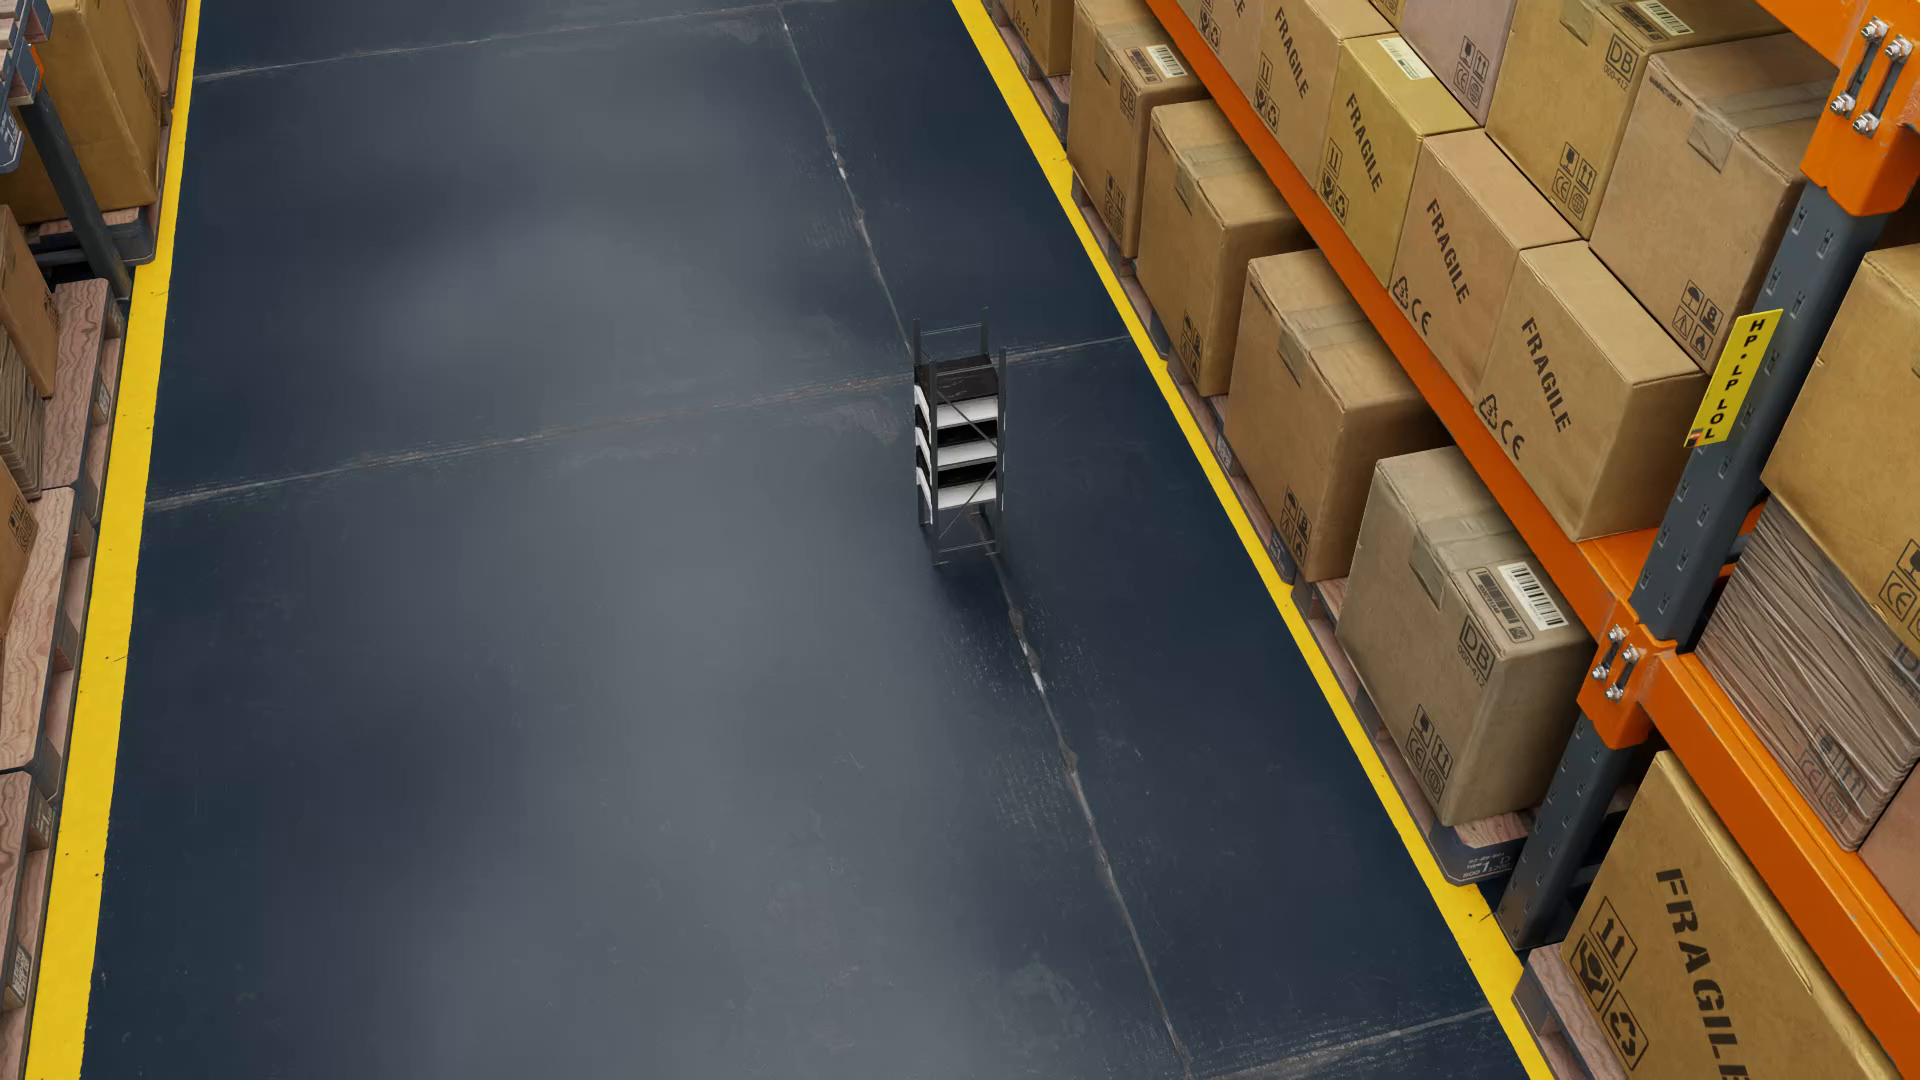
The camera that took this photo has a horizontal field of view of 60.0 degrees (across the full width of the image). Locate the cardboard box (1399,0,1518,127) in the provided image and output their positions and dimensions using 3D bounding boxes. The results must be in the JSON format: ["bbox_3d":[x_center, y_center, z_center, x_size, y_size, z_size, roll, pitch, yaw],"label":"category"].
[{"bbox_3d":[1.612,-1.465,4.315,0.700,0.500,0.500,-10,46,-10],"label":"cardboard box"}]

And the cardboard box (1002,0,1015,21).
[{"bbox_3d":[0.433,-2.834,7.883,0.500,0.500,0.500,-9,46,-9],"label":"cardboard box"}]

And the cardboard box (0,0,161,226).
[{"bbox_3d":[-3.994,-1.843,6.649,1.225,0.875,0.875,-13,47,-12],"label":"cardboard box"}]

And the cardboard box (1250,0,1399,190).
[{"bbox_3d":[1.225,-1.429,4.980,0.500,0.500,0.500,-11,47,-11],"label":"cardboard box"}]

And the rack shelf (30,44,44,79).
[{"bbox_3d":[-4.349,-3.088,7.180,1.077,0.370,4.000,-11,47,-10],"label":"rack shelf"}]

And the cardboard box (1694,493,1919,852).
[{"bbox_3d":[2.114,0.165,3.383,0.875,0.550,0.550,-11,47,-10],"label":"cardboard box"}]

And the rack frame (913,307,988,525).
[{"bbox_3d":[-0.028,-0.391,5.503,0.240,0.900,0.006,-11,47,-10],"label":"rack frame"}]

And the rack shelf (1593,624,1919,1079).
[{"bbox_3d":[2.520,1.598,2.587,1.077,0.370,4.000,-11,47,-10],"label":"rack shelf"}]

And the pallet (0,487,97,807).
[{"bbox_3d":[-3.330,0.397,5.213,1.003,0.211,1.213,-11,47,-10],"label":"pallet"}]

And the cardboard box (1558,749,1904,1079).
[{"bbox_3d":[2.101,1.009,3.855,0.875,0.875,0.875,-10,46,-10],"label":"cardboard box"}]

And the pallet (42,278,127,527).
[{"bbox_3d":[-3.638,-0.443,6.037,1.003,0.211,1.213,-11,47,-10],"label":"pallet"}]

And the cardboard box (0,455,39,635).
[{"bbox_3d":[-3.340,-0.009,5.100,0.700,0.500,0.500,-7,46,-7],"label":"cardboard box"}]

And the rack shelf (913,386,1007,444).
[{"bbox_3d":[-0.002,-0.423,5.329,0.258,0.077,0.200,-11,47,-10],"label":"rack shelf"}]

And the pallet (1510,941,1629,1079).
[{"bbox_3d":[2.127,1.481,4.151,1.003,0.211,1.213,-11,47,-10],"label":"pallet"}]

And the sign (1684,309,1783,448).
[{"bbox_3d":[1.486,-0.306,3.195,0.100,0.325,0.005,-11,47,-10],"label":"sign"}]

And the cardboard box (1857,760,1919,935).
[{"bbox_3d":[2.276,0.541,3.015,0.875,0.550,0.550,-11,47,-10],"label":"cardboard box"}]

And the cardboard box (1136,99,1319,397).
[{"bbox_3d":[1.280,-1.116,6.025,1.050,0.750,0.750,-10,46,-10],"label":"cardboard box"}]

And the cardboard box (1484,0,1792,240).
[{"bbox_3d":[1.741,-1.116,3.974,0.700,0.500,0.500,-11,47,-11],"label":"cardboard box"}]

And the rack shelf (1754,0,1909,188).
[{"bbox_3d":[1.496,-2.214,4.223,1.077,0.370,4.000,-11,47,-10],"label":"rack shelf"}]

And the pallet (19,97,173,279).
[{"bbox_3d":[-3.966,-1.541,7.113,1.003,0.211,1.213,-11,47,-10],"label":"pallet"}]

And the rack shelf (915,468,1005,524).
[{"bbox_3d":[-0.002,-0.171,5.586,0.258,0.077,0.200,-11,47,-10],"label":"rack shelf"}]

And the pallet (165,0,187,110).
[{"bbox_3d":[-4.275,-2.382,7.937,1.003,0.211,1.213,-11,47,-10],"label":"pallet"}]

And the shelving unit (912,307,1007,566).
[{"bbox_3d":[-0.002,-0.321,5.434,0.258,0.900,0.210,-11,47,-10],"label":"shelving unit"}]

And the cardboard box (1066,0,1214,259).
[{"bbox_3d":[1.053,-1.719,6.616,1.050,0.750,0.750,-11,47,-11],"label":"cardboard box"}]

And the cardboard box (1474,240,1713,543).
[{"bbox_3d":[1.616,-0.381,3.953,0.500,0.500,0.500,-11,47,-11],"label":"cardboard box"}]

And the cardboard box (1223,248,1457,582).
[{"bbox_3d":[1.518,-0.473,5.395,1.050,0.750,0.750,-11,47,-10],"label":"cardboard box"}]

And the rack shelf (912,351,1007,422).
[{"bbox_3d":[-0.002,-0.486,5.265,0.258,0.077,0.200,-11,47,-10],"label":"rack shelf"}]

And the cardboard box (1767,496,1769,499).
[{"bbox_3d":[2.133,-0.482,4.052,0.500,0.500,0.500,-10,46,-10],"label":"cardboard box"}]

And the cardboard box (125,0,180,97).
[{"bbox_3d":[-4.214,-2.460,7.254,1.225,0.875,0.875,-11,47,-10],"label":"cardboard box"}]

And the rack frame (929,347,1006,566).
[{"bbox_3d":[0.024,-0.250,5.365,0.240,0.900,0.006,-11,47,-10],"label":"rack frame"}]

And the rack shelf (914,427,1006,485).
[{"bbox_3d":[-0.002,-0.297,5.458,0.258,0.077,0.200,-11,47,-10],"label":"rack shelf"}]

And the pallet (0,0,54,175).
[{"bbox_3d":[-3.552,-1.420,5.175,1.213,0.211,1.003,-11,47,-10],"label":"pallet"}]

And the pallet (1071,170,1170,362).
[{"bbox_3d":[1.113,-1.262,6.839,1.003,0.211,1.213,-11,47,-10],"label":"pallet"}]

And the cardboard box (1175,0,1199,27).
[{"bbox_3d":[0.970,-2.121,5.659,0.500,0.500,0.500,-11,47,-11],"label":"cardboard box"}]

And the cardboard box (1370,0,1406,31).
[{"bbox_3d":[1.484,-1.814,4.657,0.700,0.500,0.500,-11,47,-11],"label":"cardboard box"}]

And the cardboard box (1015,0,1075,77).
[{"bbox_3d":[0.562,-2.475,7.531,0.500,0.500,0.500,-11,47,-11],"label":"cardboard box"}]

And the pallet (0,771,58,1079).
[{"bbox_3d":[-3.014,1.241,4.386,1.003,0.211,1.213,-11,47,-10],"label":"pallet"}]

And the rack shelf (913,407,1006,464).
[{"bbox_3d":[-0.002,-0.360,5.394,0.258,0.077,0.200,-11,47,-10],"label":"rack shelf"}]

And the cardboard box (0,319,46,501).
[{"bbox_3d":[-3.492,-0.399,5.483,0.700,0.500,0.500,-14,47,-14],"label":"cardboard box"}]

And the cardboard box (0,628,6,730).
[{"bbox_3d":[-3.197,0.377,4.723,0.700,0.500,0.500,-14,47,-14],"label":"cardboard box"}]

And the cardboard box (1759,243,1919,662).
[{"bbox_3d":[2.069,-0.204,2.989,0.875,0.550,0.550,-11,47,-10],"label":"cardboard box"}]

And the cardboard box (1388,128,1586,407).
[{"bbox_3d":[1.486,-0.730,4.295,0.500,0.500,0.500,-11,47,-11],"label":"cardboard box"}]

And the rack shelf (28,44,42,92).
[{"bbox_3d":[-3.325,-0.327,4.474,1.077,0.370,4.000,-11,47,-10],"label":"rack shelf"}]

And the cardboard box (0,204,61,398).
[{"bbox_3d":[-3.646,-0.779,5.856,0.700,0.500,0.500,-13,47,-12],"label":"cardboard box"}]

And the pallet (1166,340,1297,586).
[{"bbox_3d":[1.421,-0.422,6.015,1.003,0.211,1.213,-11,47,-10],"label":"pallet"}]

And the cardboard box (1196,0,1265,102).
[{"bbox_3d":[1.099,-1.773,5.318,0.500,0.500,0.500,-11,47,-10],"label":"cardboard box"}]

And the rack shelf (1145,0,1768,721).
[{"bbox_3d":[1.496,-1.164,5.294,1.077,0.370,4.000,-11,47,-10],"label":"rack shelf"}]

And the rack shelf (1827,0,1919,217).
[{"bbox_3d":[2.520,0.548,1.516,1.077,0.370,4.000,-11,47,-10],"label":"rack shelf"}]

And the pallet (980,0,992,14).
[{"bbox_3d":[0.476,-3.201,8.739,1.003,0.211,1.213,-11,47,-10],"label":"pallet"}]

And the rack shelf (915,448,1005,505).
[{"bbox_3d":[-0.002,-0.234,5.522,0.258,0.077,0.200,-11,47,-10],"label":"rack shelf"}]

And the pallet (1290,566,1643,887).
[{"bbox_3d":[1.737,0.422,5.188,1.003,0.211,1.213,-11,47,-10],"label":"pallet"}]

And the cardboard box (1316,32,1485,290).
[{"bbox_3d":[1.357,-1.079,4.637,0.500,0.500,0.500,-10,46,-10],"label":"cardboard box"}]

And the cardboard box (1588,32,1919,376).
[{"bbox_3d":[1.875,-0.761,3.626,0.700,0.500,0.500,-11,47,-11],"label":"cardboard box"}]

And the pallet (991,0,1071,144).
[{"bbox_3d":[0.785,-2.360,7.915,1.003,0.211,1.213,-11,47,-10],"label":"pallet"}]

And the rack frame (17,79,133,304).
[{"bbox_3d":[-3.837,-1.959,5.570,1.000,3.000,0.127,-11,47,-10],"label":"rack frame"}]

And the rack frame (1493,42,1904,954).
[{"bbox_3d":[2.008,-0.035,3.684,1.000,3.000,0.127,-11,47,-10],"label":"rack frame"}]

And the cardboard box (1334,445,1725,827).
[{"bbox_3d":[1.762,0.194,4.741,1.050,0.750,0.750,-11,47,-11],"label":"cardboard box"}]
